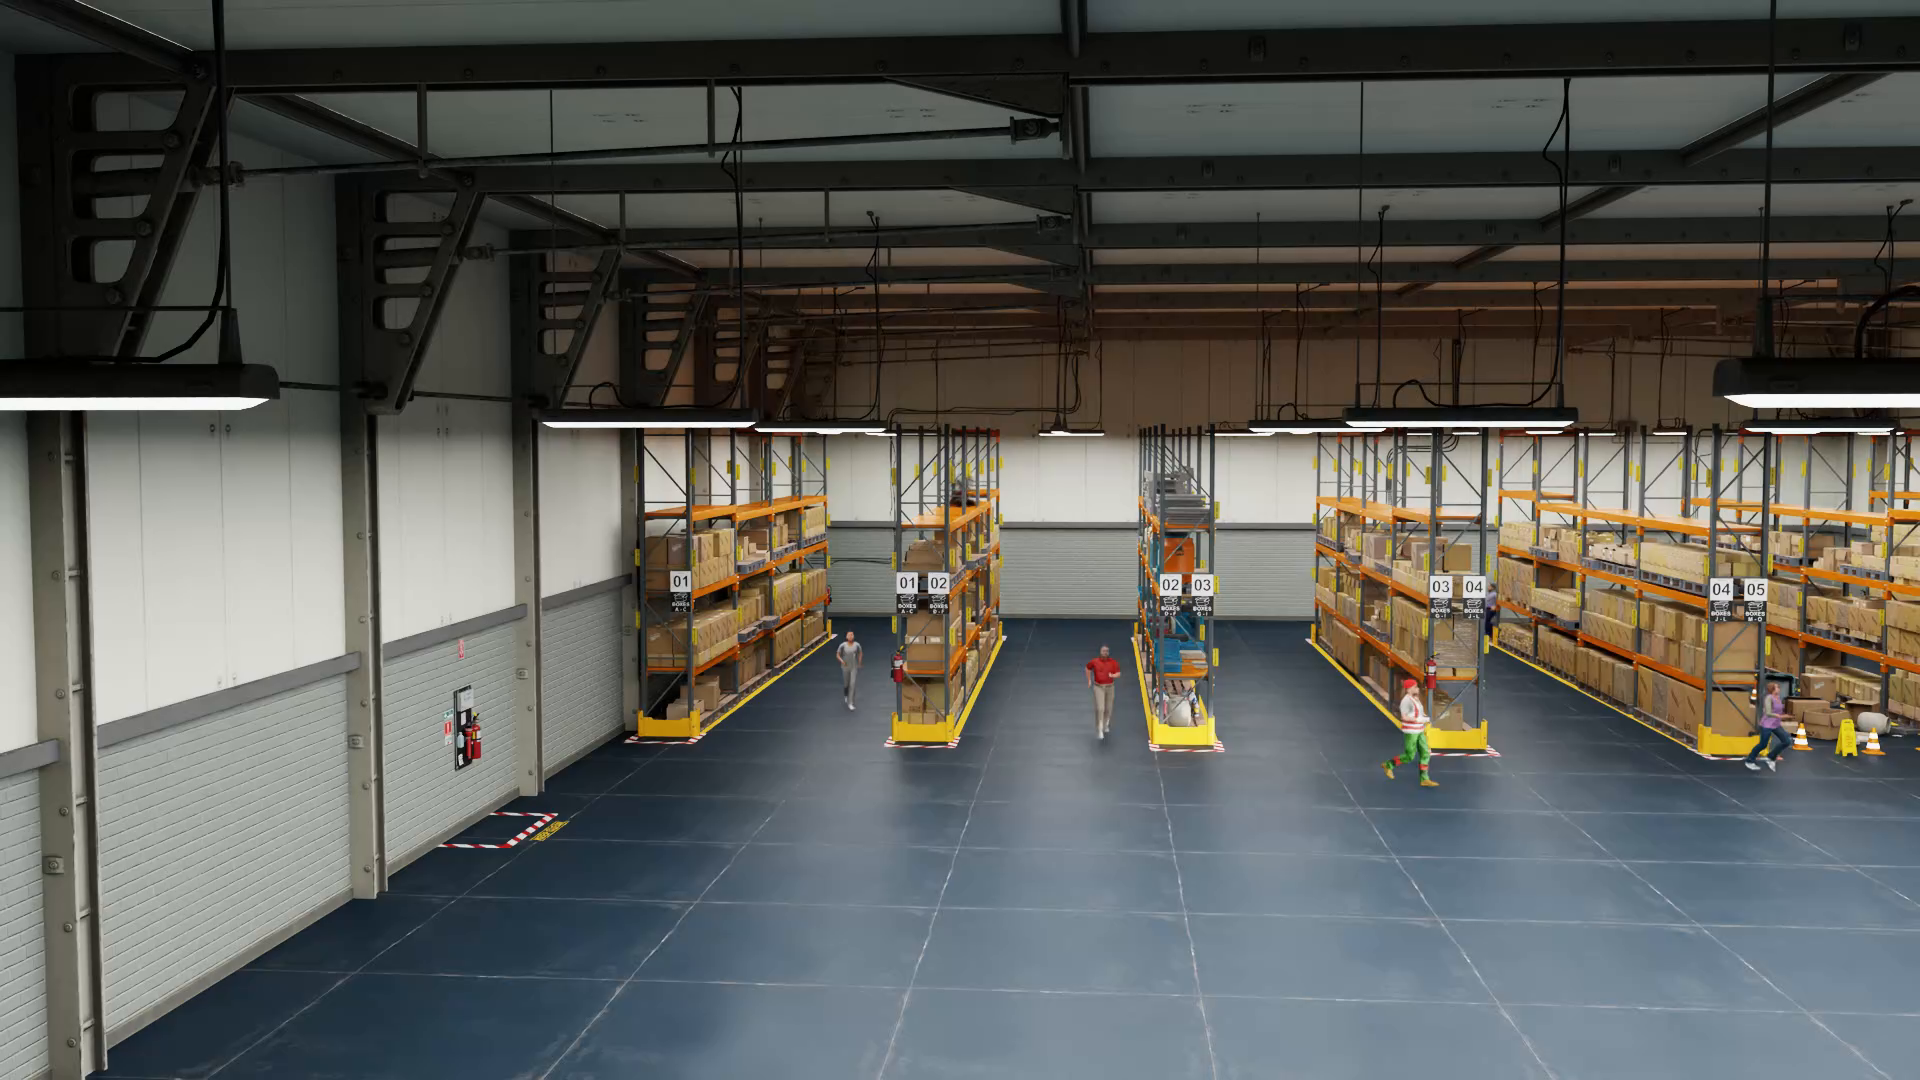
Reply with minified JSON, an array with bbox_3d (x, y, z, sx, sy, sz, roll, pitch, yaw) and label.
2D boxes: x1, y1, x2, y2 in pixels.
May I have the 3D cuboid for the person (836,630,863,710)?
[{"bbox_3d":[-2.353,2.745,35.470,0.572,1.658,0.822,0,4,-8],"label":"person"}]

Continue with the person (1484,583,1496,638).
[{"bbox_3d":[15.019,2.058,47.185,0.577,1.686,0.676,-1,4,-9],"label":"person"}]

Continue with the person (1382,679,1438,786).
[{"bbox_3d":[7.443,3.167,27.415,0.918,1.764,0.669,3,4,37],"label":"person"}]

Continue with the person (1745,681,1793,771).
[{"bbox_3d":[13.879,3.184,28.427,0.555,1.555,0.782,-2,4,-35],"label":"person"}]

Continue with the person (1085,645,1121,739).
[{"bbox_3d":[2.770,2.926,31.973,0.634,1.803,0.789,0,4,-8],"label":"person"}]
